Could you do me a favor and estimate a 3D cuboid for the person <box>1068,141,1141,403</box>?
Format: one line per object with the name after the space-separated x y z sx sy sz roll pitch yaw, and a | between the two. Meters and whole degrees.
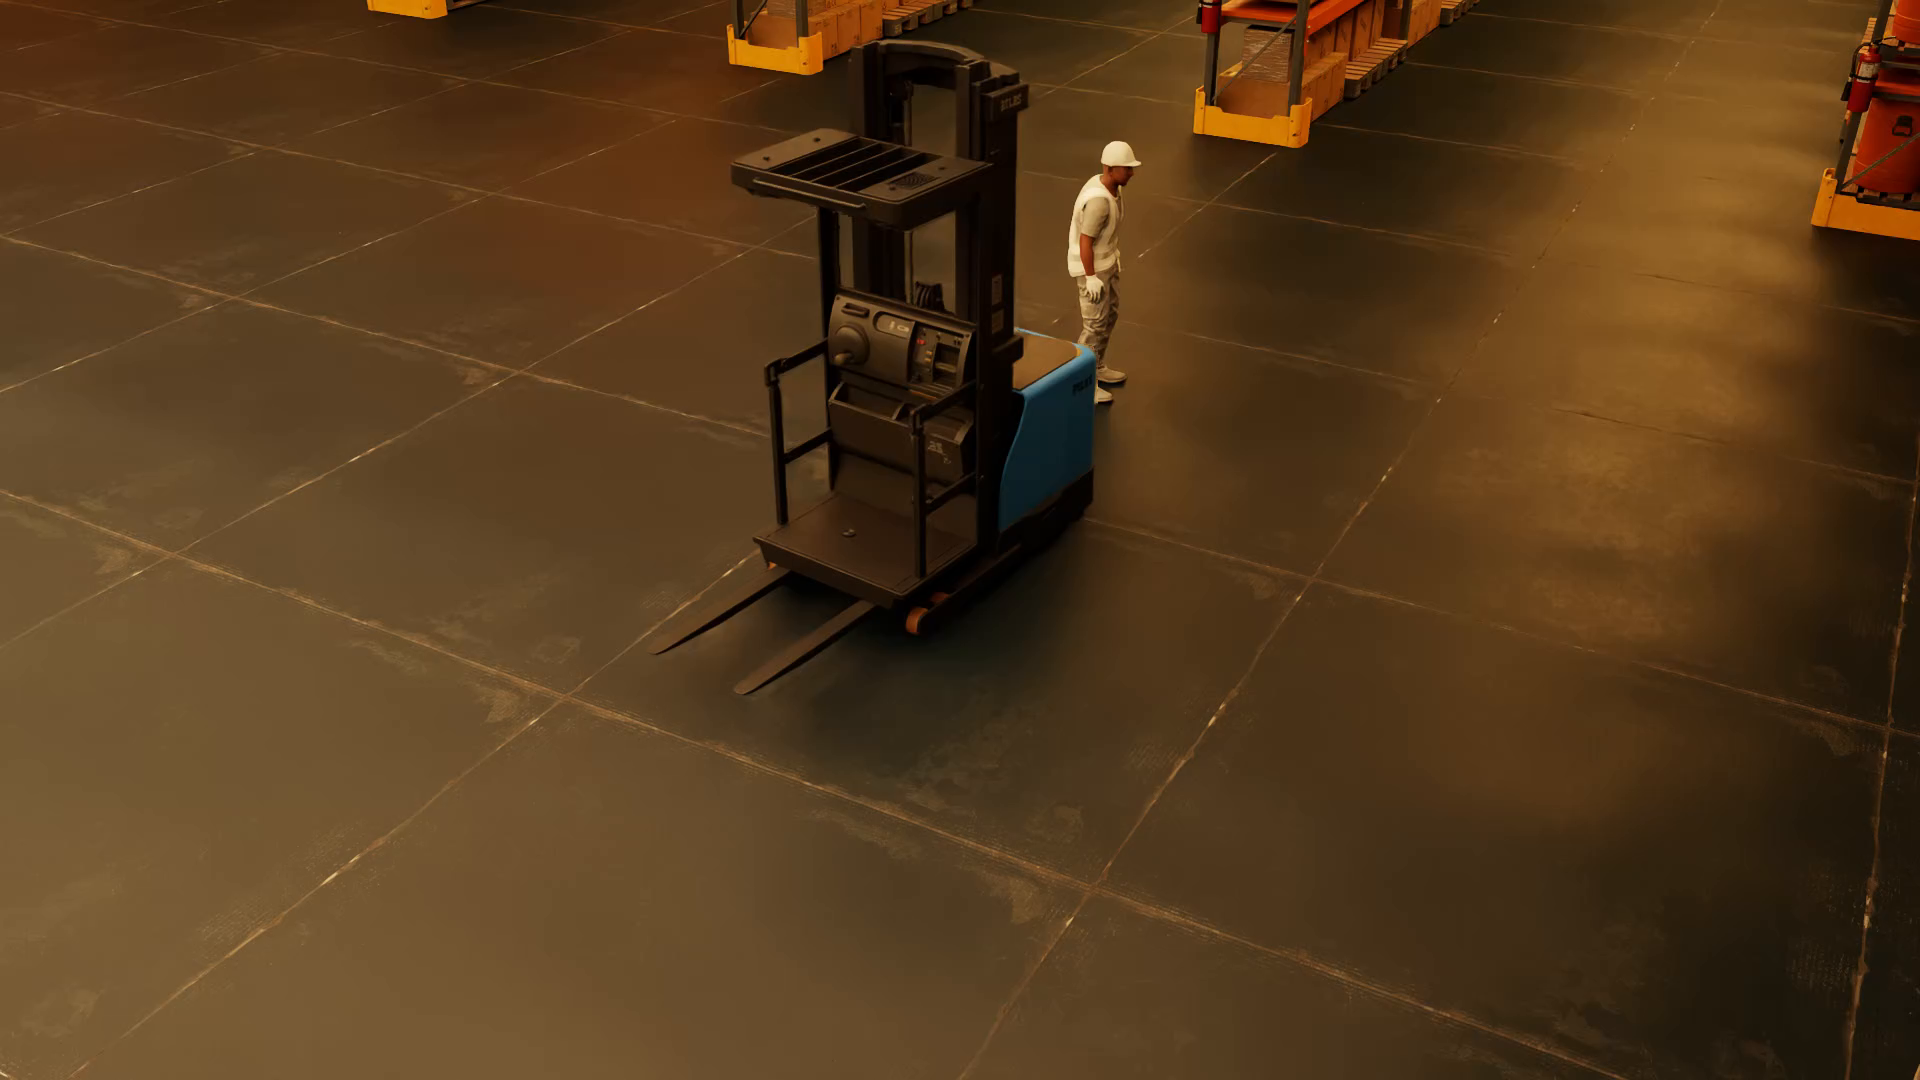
0.980 -1.870 11.475 0.451 1.772 0.618 10 32 17 | person

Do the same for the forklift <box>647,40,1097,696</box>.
-0.453 -1.016 8.831 1.130 2.935 3.031 20 36 31 | forklift
